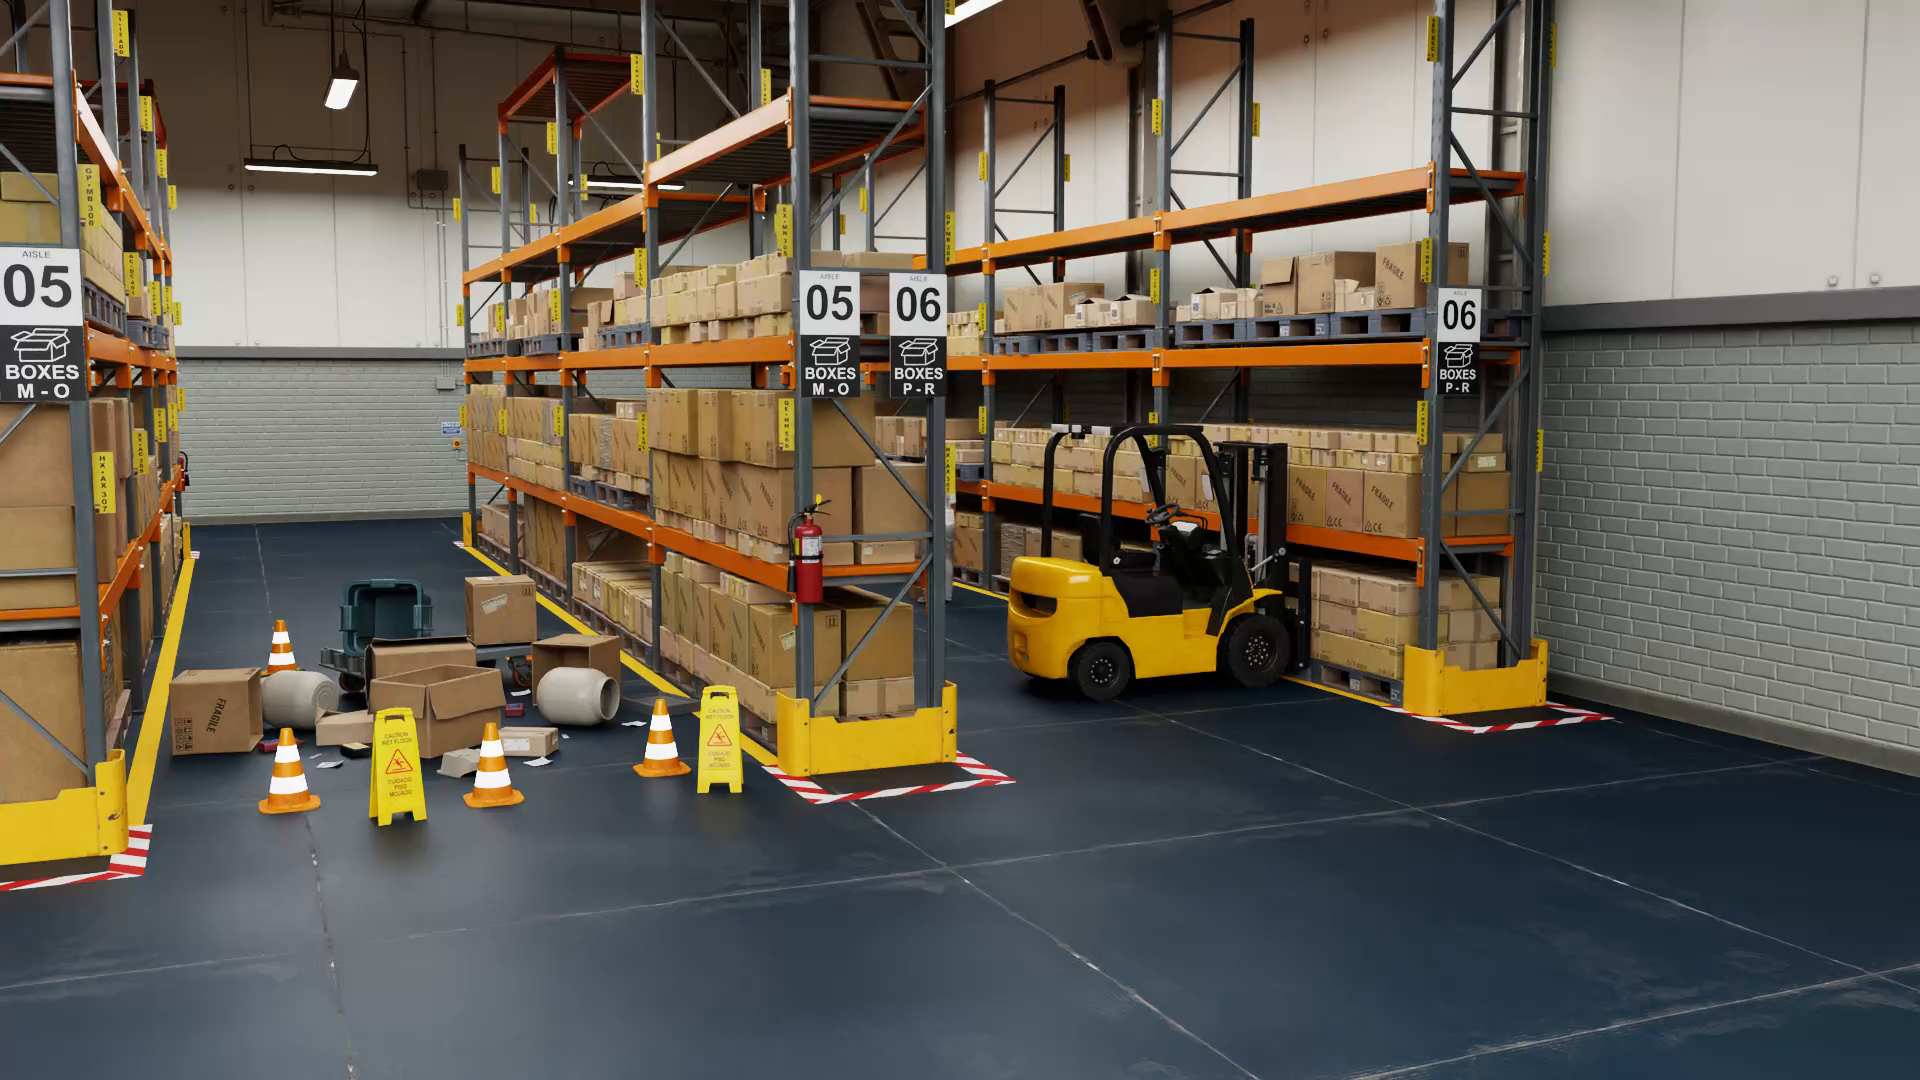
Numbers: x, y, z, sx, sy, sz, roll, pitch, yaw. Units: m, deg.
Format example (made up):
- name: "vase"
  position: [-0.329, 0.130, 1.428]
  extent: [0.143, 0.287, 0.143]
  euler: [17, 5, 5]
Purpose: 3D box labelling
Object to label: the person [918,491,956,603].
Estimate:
- name: "person"
  position: [-0.288, -0.112, 18.810]
  extent: [0.477, 1.682, 0.401]
  euler: [-2, 6, -23]
